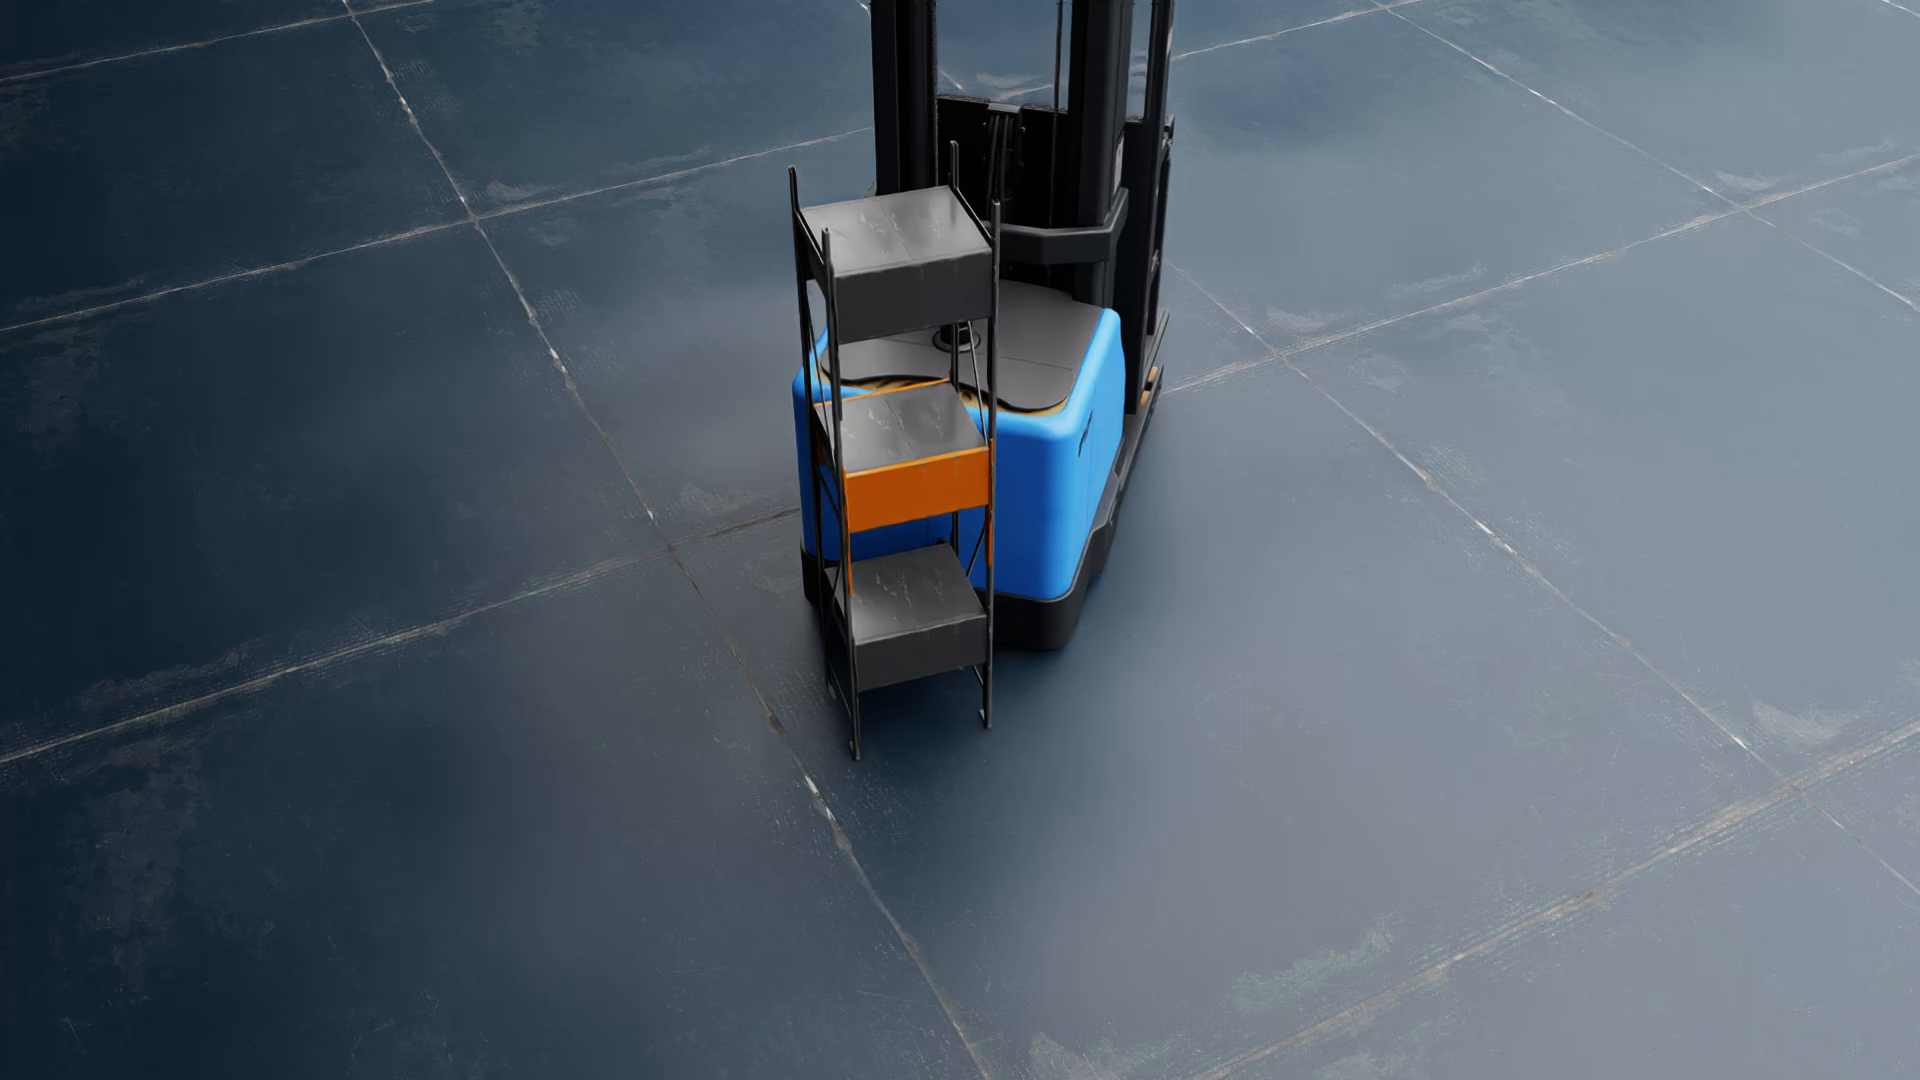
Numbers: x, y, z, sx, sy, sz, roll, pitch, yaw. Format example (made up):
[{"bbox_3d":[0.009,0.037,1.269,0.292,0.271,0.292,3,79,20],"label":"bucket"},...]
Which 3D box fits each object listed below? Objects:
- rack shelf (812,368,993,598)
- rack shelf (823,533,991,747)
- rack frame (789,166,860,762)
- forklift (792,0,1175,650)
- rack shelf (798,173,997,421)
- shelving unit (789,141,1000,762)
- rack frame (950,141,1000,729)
[{"bbox_3d":[-0.190,-0.188,5.368,0.480,0.518,0.431,-12,42,-14],"label":"rack shelf"},{"bbox_3d":[-0.190,0.347,5.820,0.480,0.518,0.431,-12,42,-14],"label":"rack shelf"},{"bbox_3d":[-0.421,-0.148,5.300,0.015,2.100,0.400,-12,42,-14],"label":"rack frame"},{"bbox_3d":[0.287,-1.674,6.459,1.130,2.935,3.031,10,41,12],"label":"forklift"},{"bbox_3d":[-0.190,-0.722,4.915,0.480,0.518,0.431,-12,42,-14],"label":"rack shelf"},{"bbox_3d":[-0.190,-0.198,5.359,0.503,2.100,0.431,-12,42,-14],"label":"shelving unit"},{"bbox_3d":[0.041,-0.248,5.418,0.015,2.100,0.400,-12,42,-14],"label":"rack frame"}]
